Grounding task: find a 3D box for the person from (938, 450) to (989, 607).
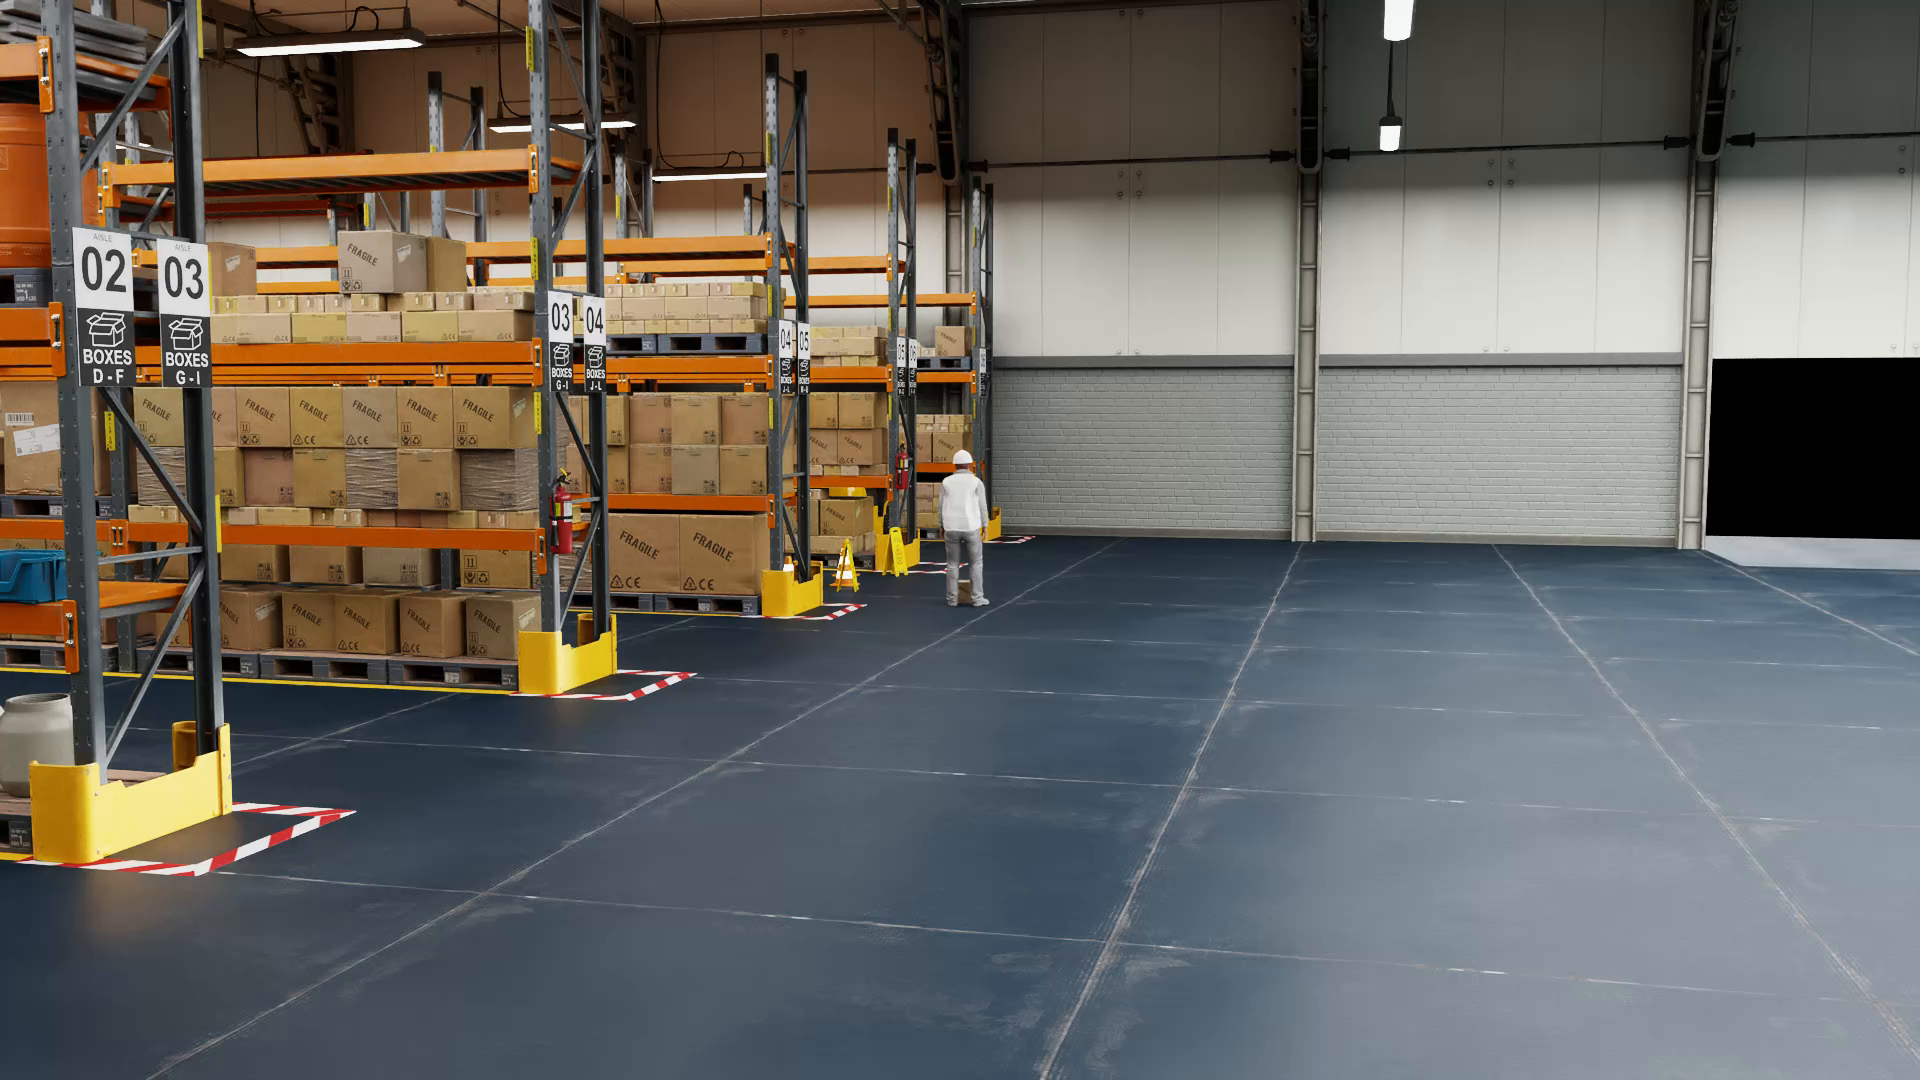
[{"bbox_3d":[0.038,-0.136,18.976,0.581,1.771,0.464,1,5,13],"label":"person"}]
